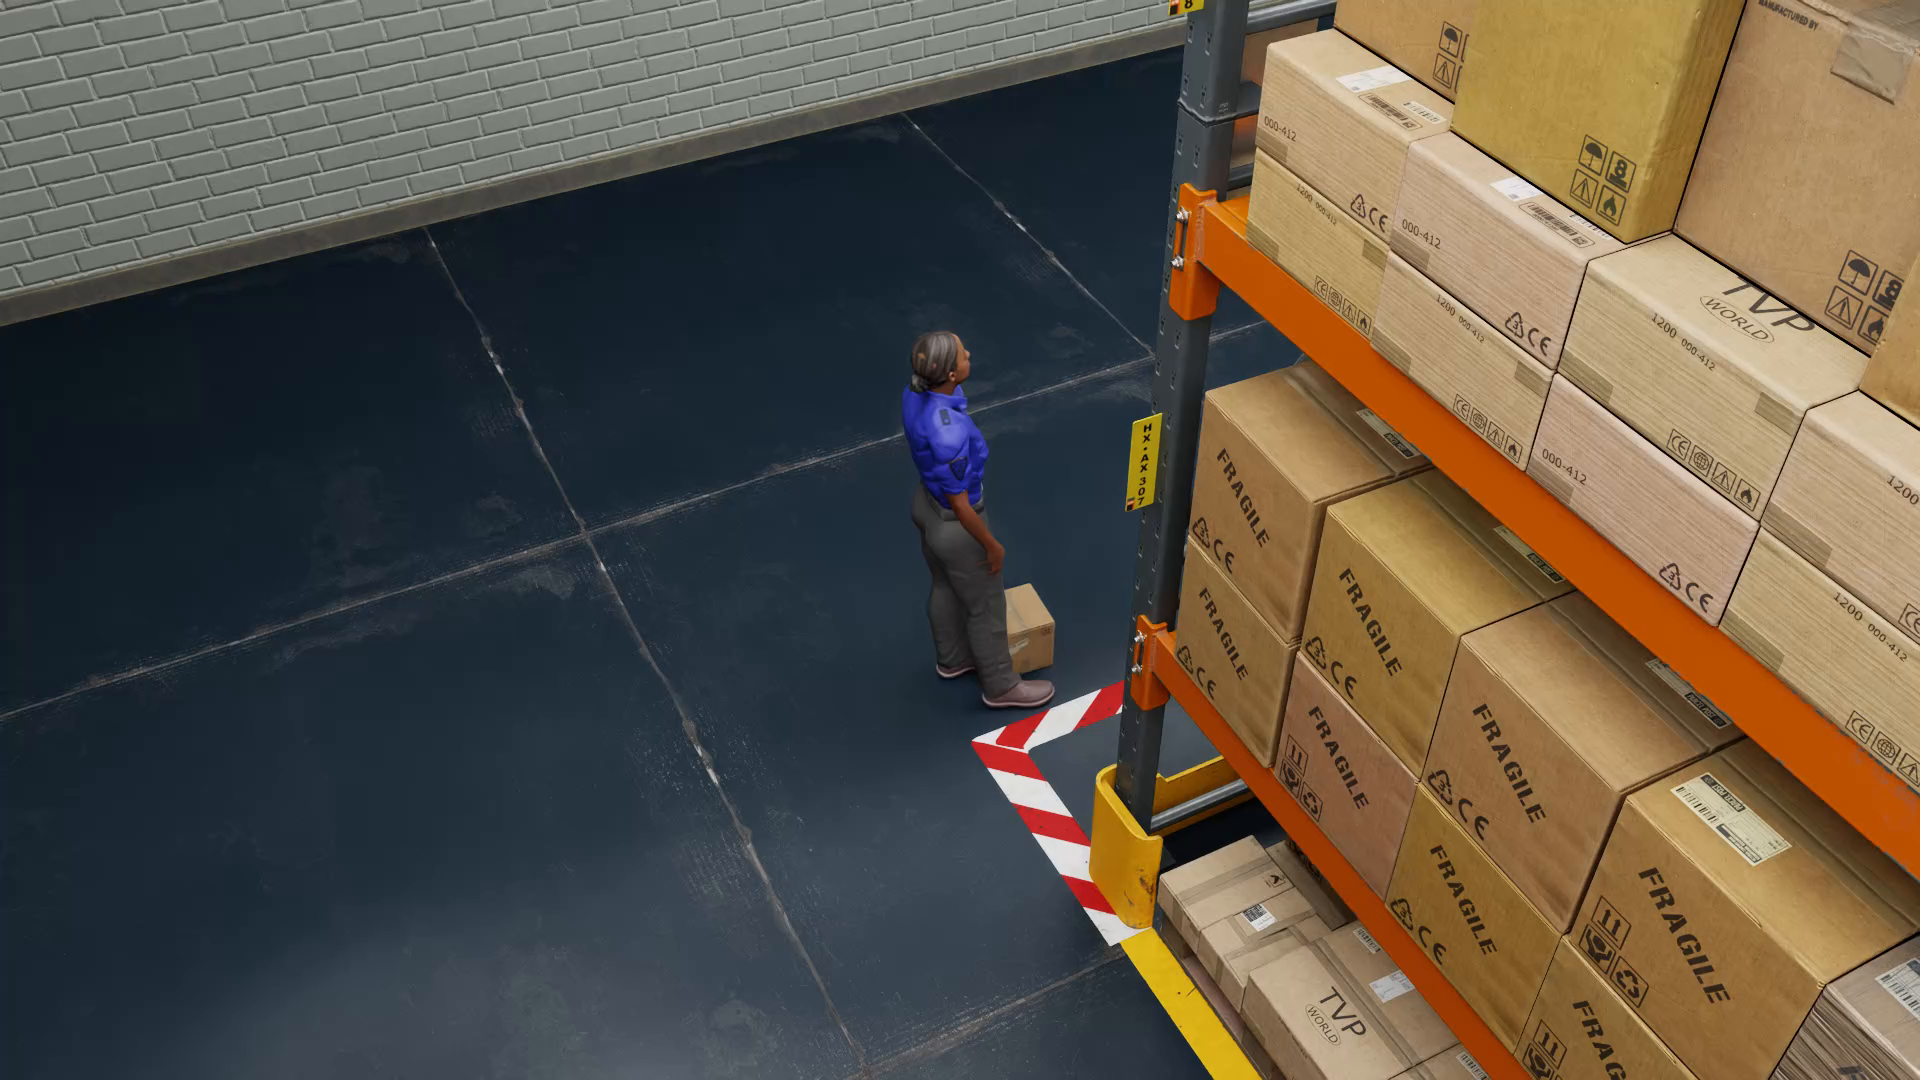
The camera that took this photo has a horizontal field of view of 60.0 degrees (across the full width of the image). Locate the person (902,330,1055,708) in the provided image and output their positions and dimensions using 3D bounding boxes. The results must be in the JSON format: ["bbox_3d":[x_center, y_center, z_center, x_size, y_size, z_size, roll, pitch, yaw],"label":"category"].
[{"bbox_3d":[0.060,-0.086,6.247,0.504,1.654,0.567,-15,44,-16],"label":"person"}]
